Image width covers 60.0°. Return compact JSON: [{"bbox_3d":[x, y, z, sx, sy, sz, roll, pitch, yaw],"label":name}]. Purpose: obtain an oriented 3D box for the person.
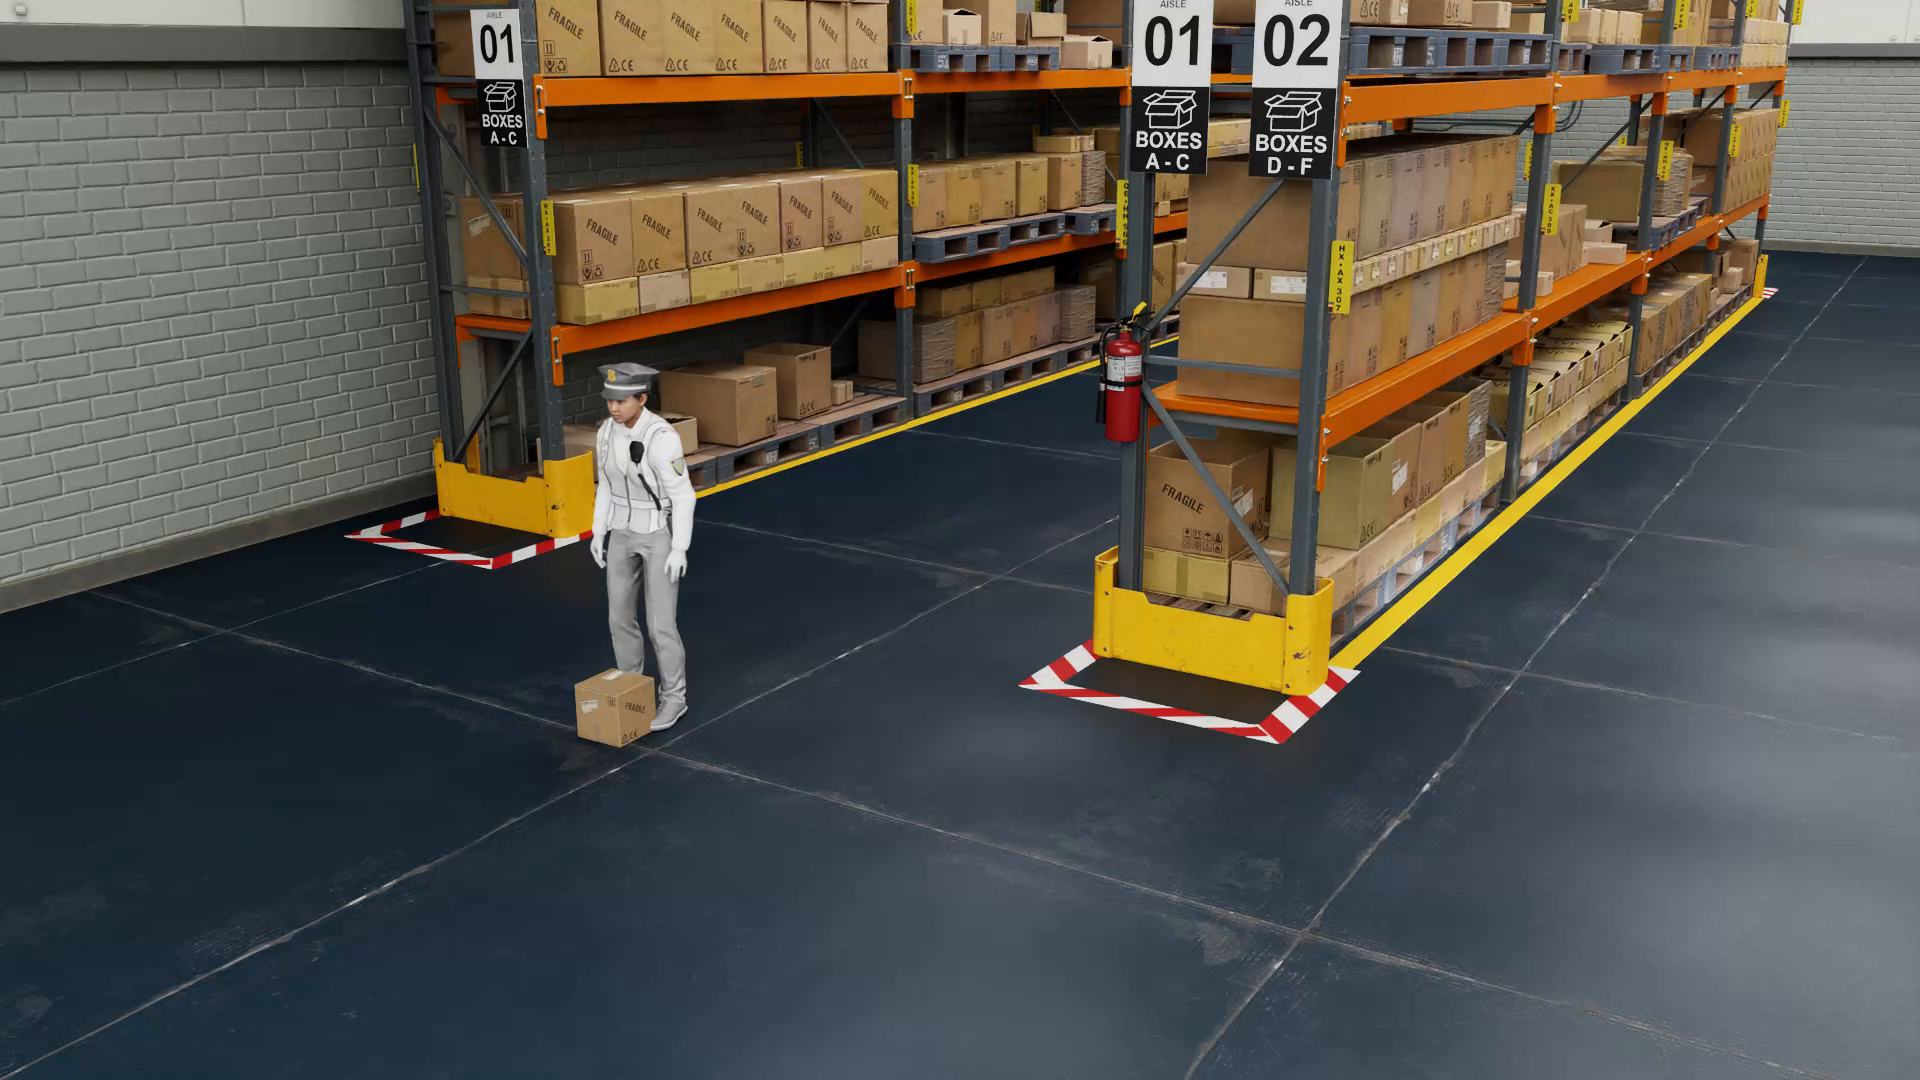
[{"bbox_3d":[-1.426,0.017,7.469,0.538,1.663,0.378,9,19,29],"label":"person"}]
